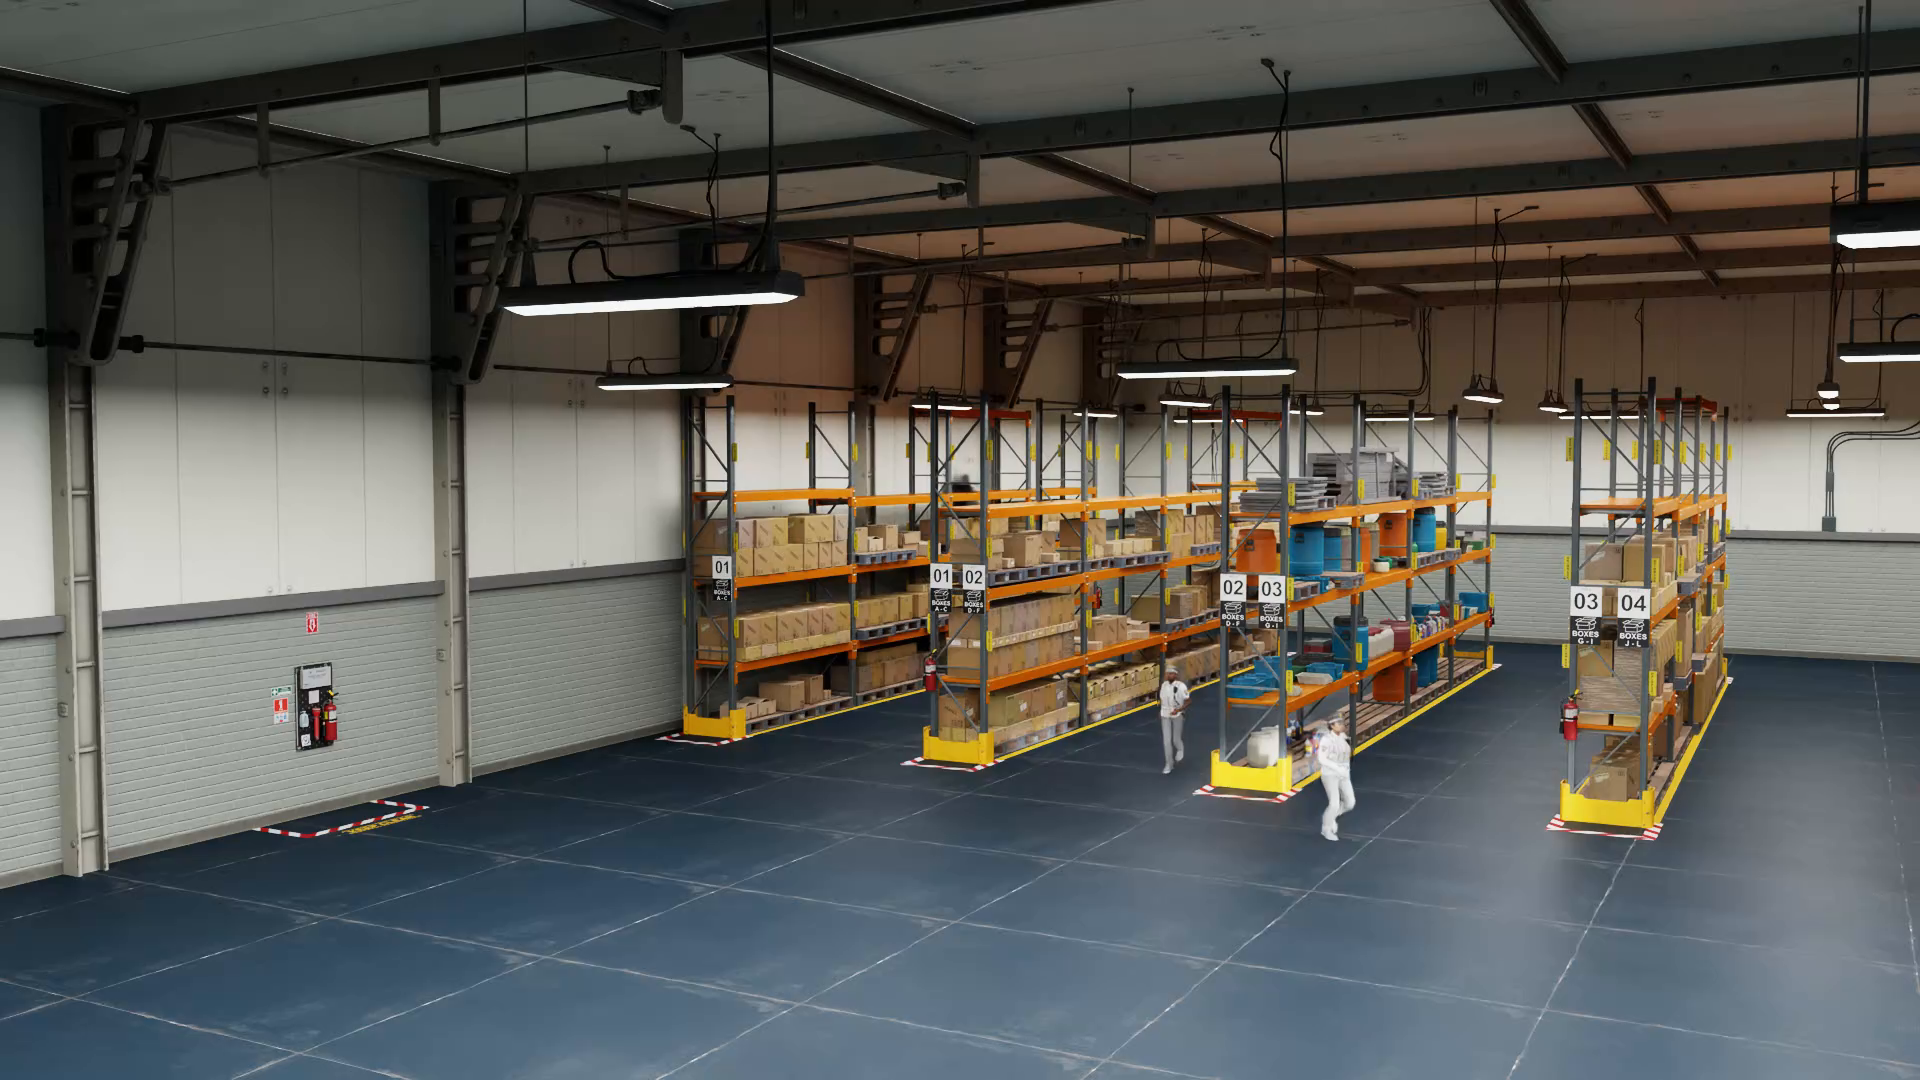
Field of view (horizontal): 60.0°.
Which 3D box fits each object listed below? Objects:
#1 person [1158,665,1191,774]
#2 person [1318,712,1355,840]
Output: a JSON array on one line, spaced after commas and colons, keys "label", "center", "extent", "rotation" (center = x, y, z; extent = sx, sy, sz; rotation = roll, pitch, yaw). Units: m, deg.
[{"label": "person", "center": [3.382, 2.794, 26.228], "extent": [0.570, 1.696, 0.737], "rotation": [2, 3, 28]}, {"label": "person", "center": [4.895, 3.050, 21.485], "extent": [0.648, 1.661, 0.554], "rotation": [-2, 4, -33]}]
